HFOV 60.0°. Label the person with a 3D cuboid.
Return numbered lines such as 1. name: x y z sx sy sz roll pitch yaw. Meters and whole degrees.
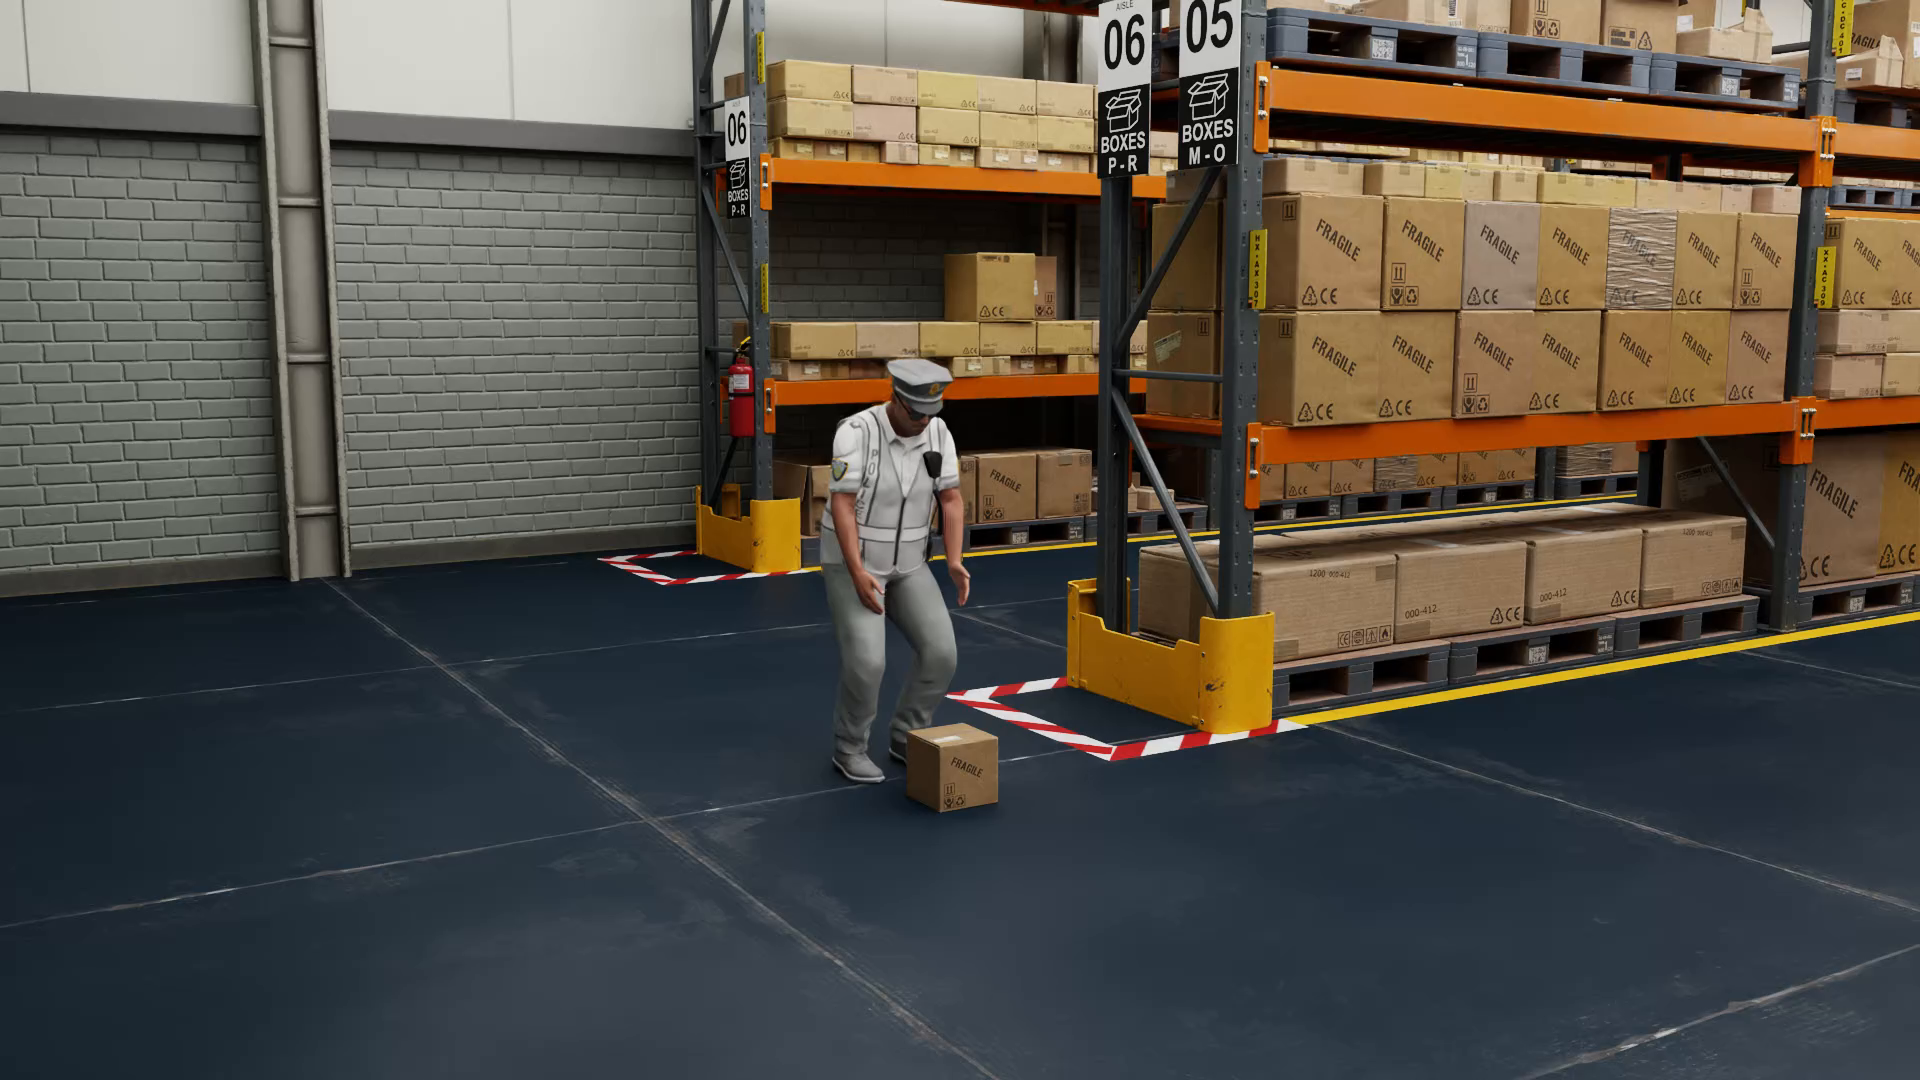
1. person: -0.251 0.110 6.505 0.575 1.629 0.609 -5 9 -30
